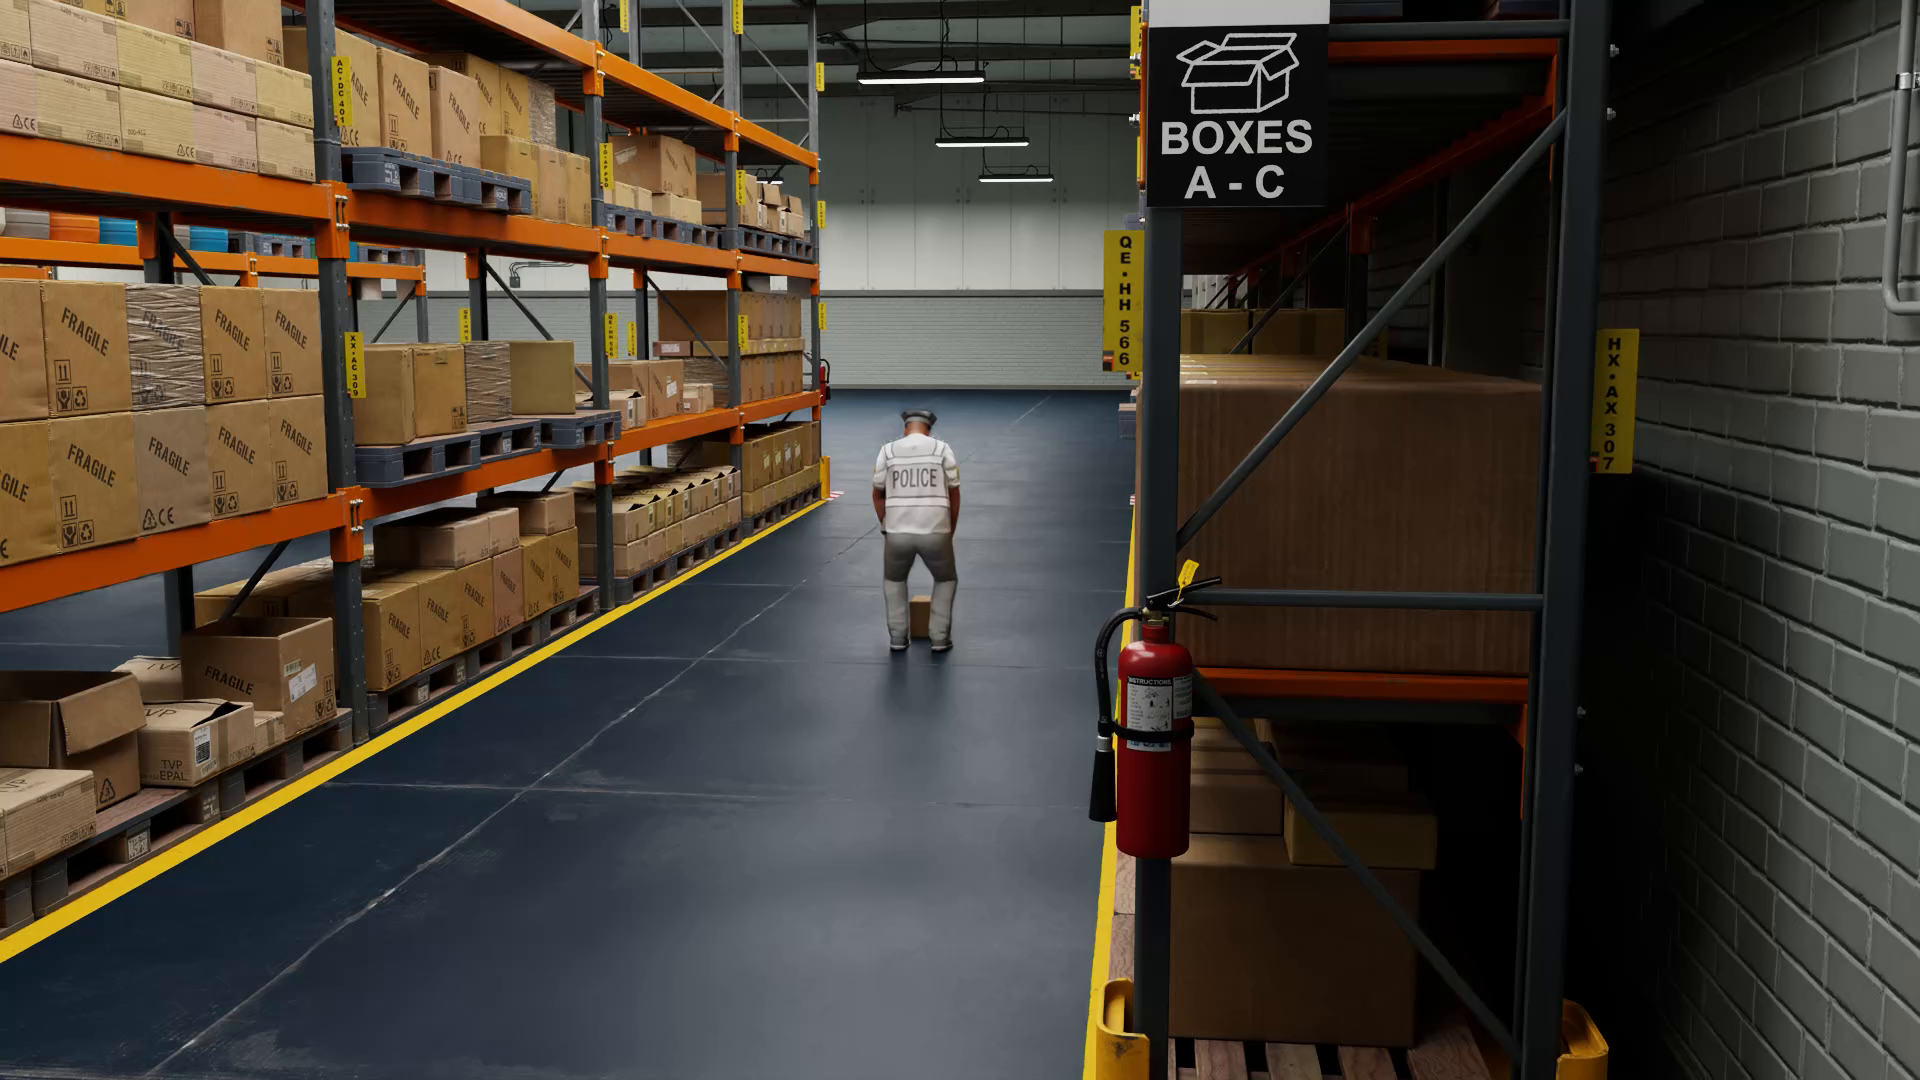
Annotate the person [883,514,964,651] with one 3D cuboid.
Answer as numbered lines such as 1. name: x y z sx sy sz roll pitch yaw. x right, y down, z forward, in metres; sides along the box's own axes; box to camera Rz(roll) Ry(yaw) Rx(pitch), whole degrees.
1. person: -0.251 0.307 11.150 0.546 0.899 0.976 1 8 6
